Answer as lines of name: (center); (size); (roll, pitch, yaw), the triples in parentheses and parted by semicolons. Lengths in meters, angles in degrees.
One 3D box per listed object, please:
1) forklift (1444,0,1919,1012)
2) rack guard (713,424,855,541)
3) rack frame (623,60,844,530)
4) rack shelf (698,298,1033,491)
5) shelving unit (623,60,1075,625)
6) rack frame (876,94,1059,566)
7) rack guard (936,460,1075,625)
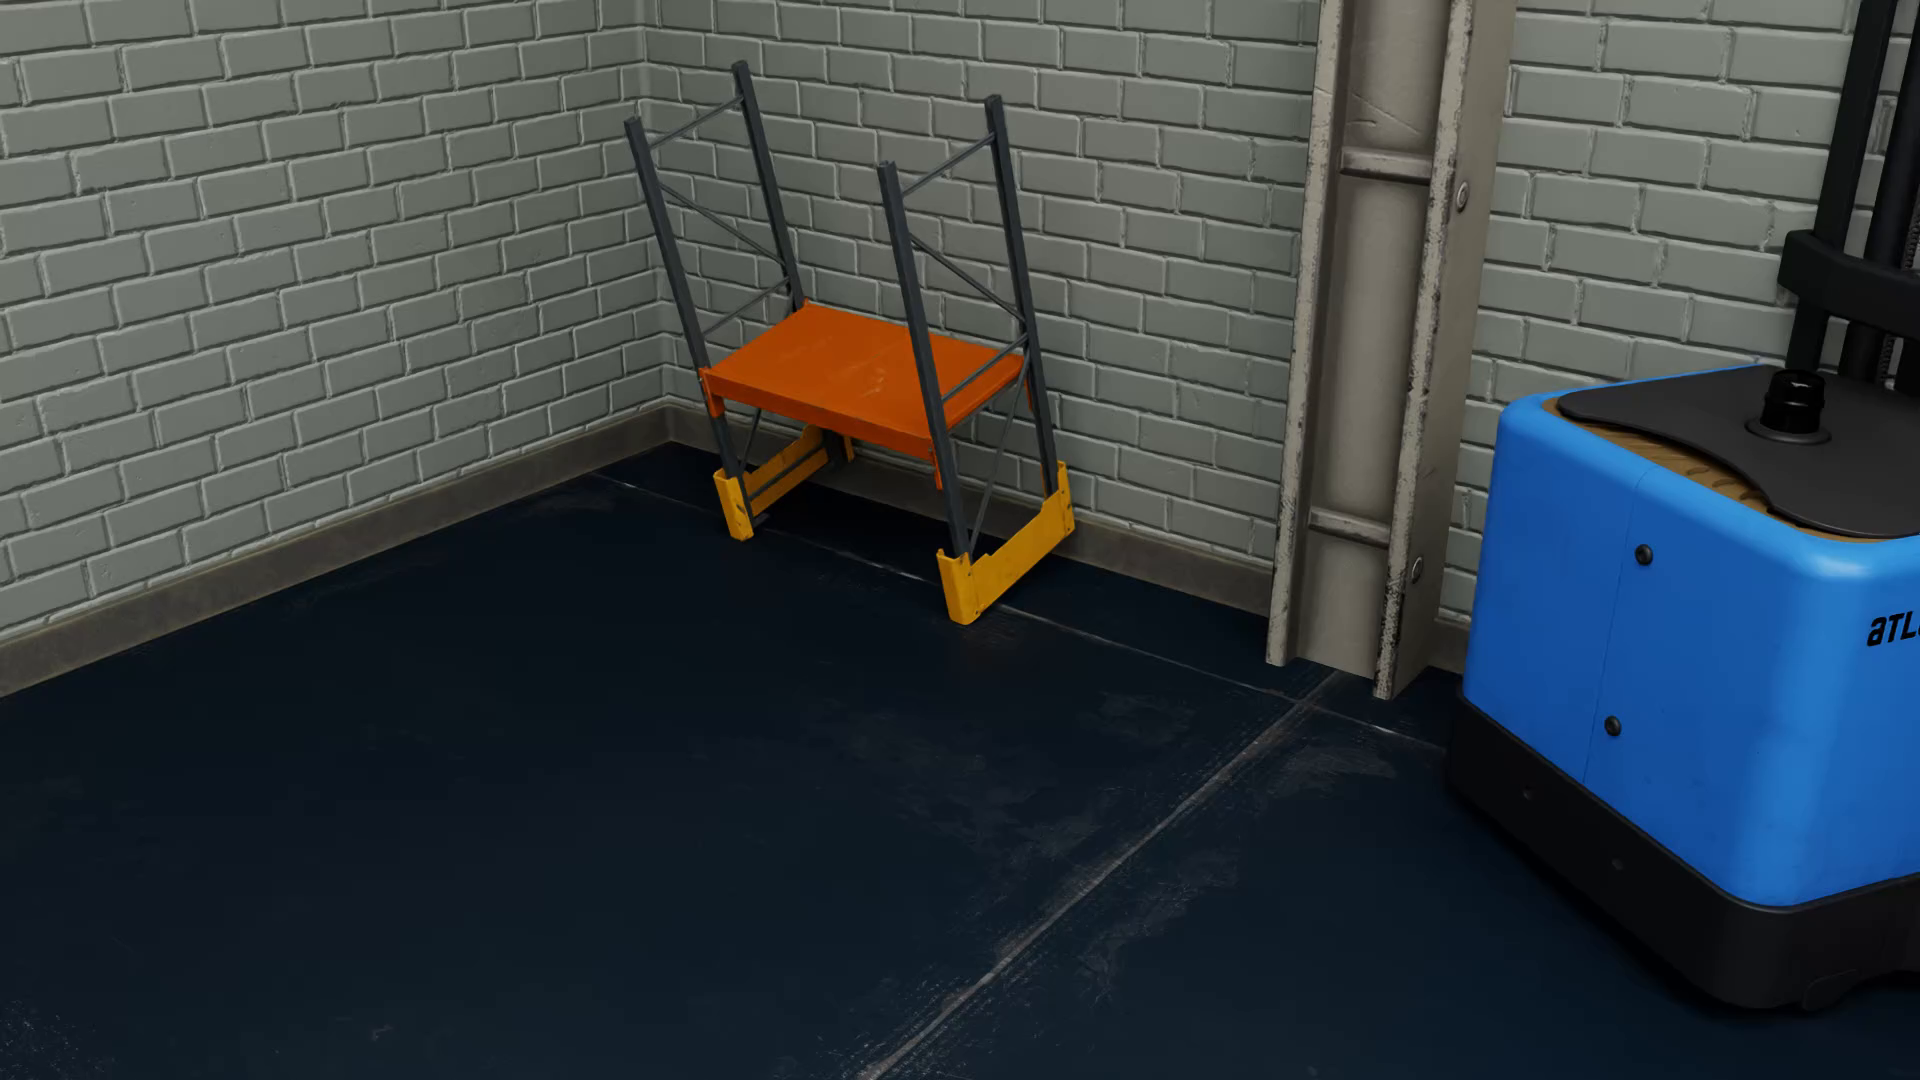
forklift: (2.799, -0.720, 3.748); (3.031, 2.935, 1.130); (-9, 25, -19)
rack guard: (-0.610, -0.261, 5.843); (0.087, 0.250, 0.587); (19, 45, 36)
rack frame: (-0.712, -0.765, 5.488); (0.032, 1.500, 0.500); (19, 45, 36)
rack shelf: (-0.293, -0.487, 5.292); (1.000, 0.185, 0.538); (19, 45, 36)
shelving unit: (-0.329, -0.634, 5.195); (1.083, 1.500, 0.587); (19, 45, 36)
rack frame: (0.068, -0.499, 4.892); (0.032, 1.500, 0.500); (19, 45, 36)
rack guard: (0.153, 0.000, 5.259); (0.087, 0.250, 0.587); (19, 45, 36)
